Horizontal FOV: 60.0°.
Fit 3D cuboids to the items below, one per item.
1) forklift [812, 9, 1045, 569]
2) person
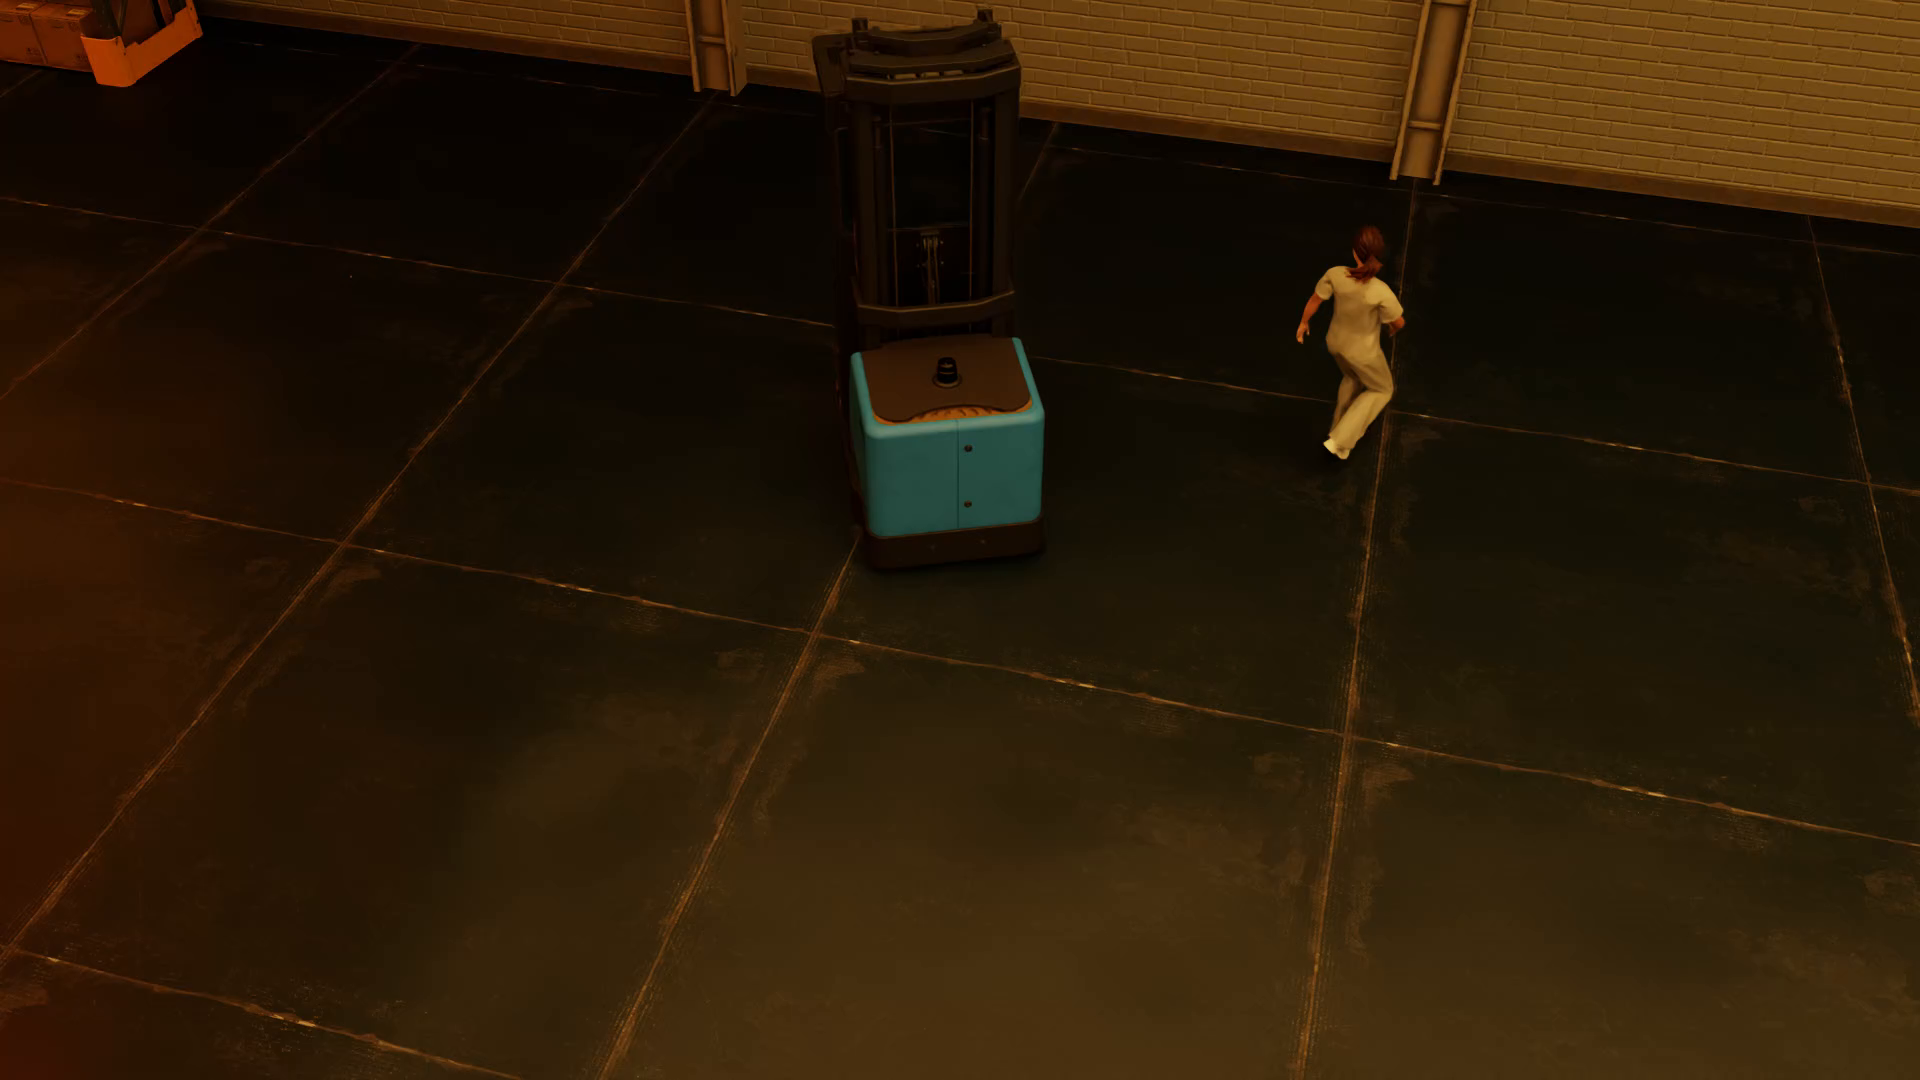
[{"bbox_3d":[-0.252,-1.909,10.039,1.130,2.935,3.031,-6,42,-7],"label":"forklift"},{"bbox_3d":[2.417,-1.227,10.256,0.557,1.630,0.616,-26,47,-26],"label":"person"}]
